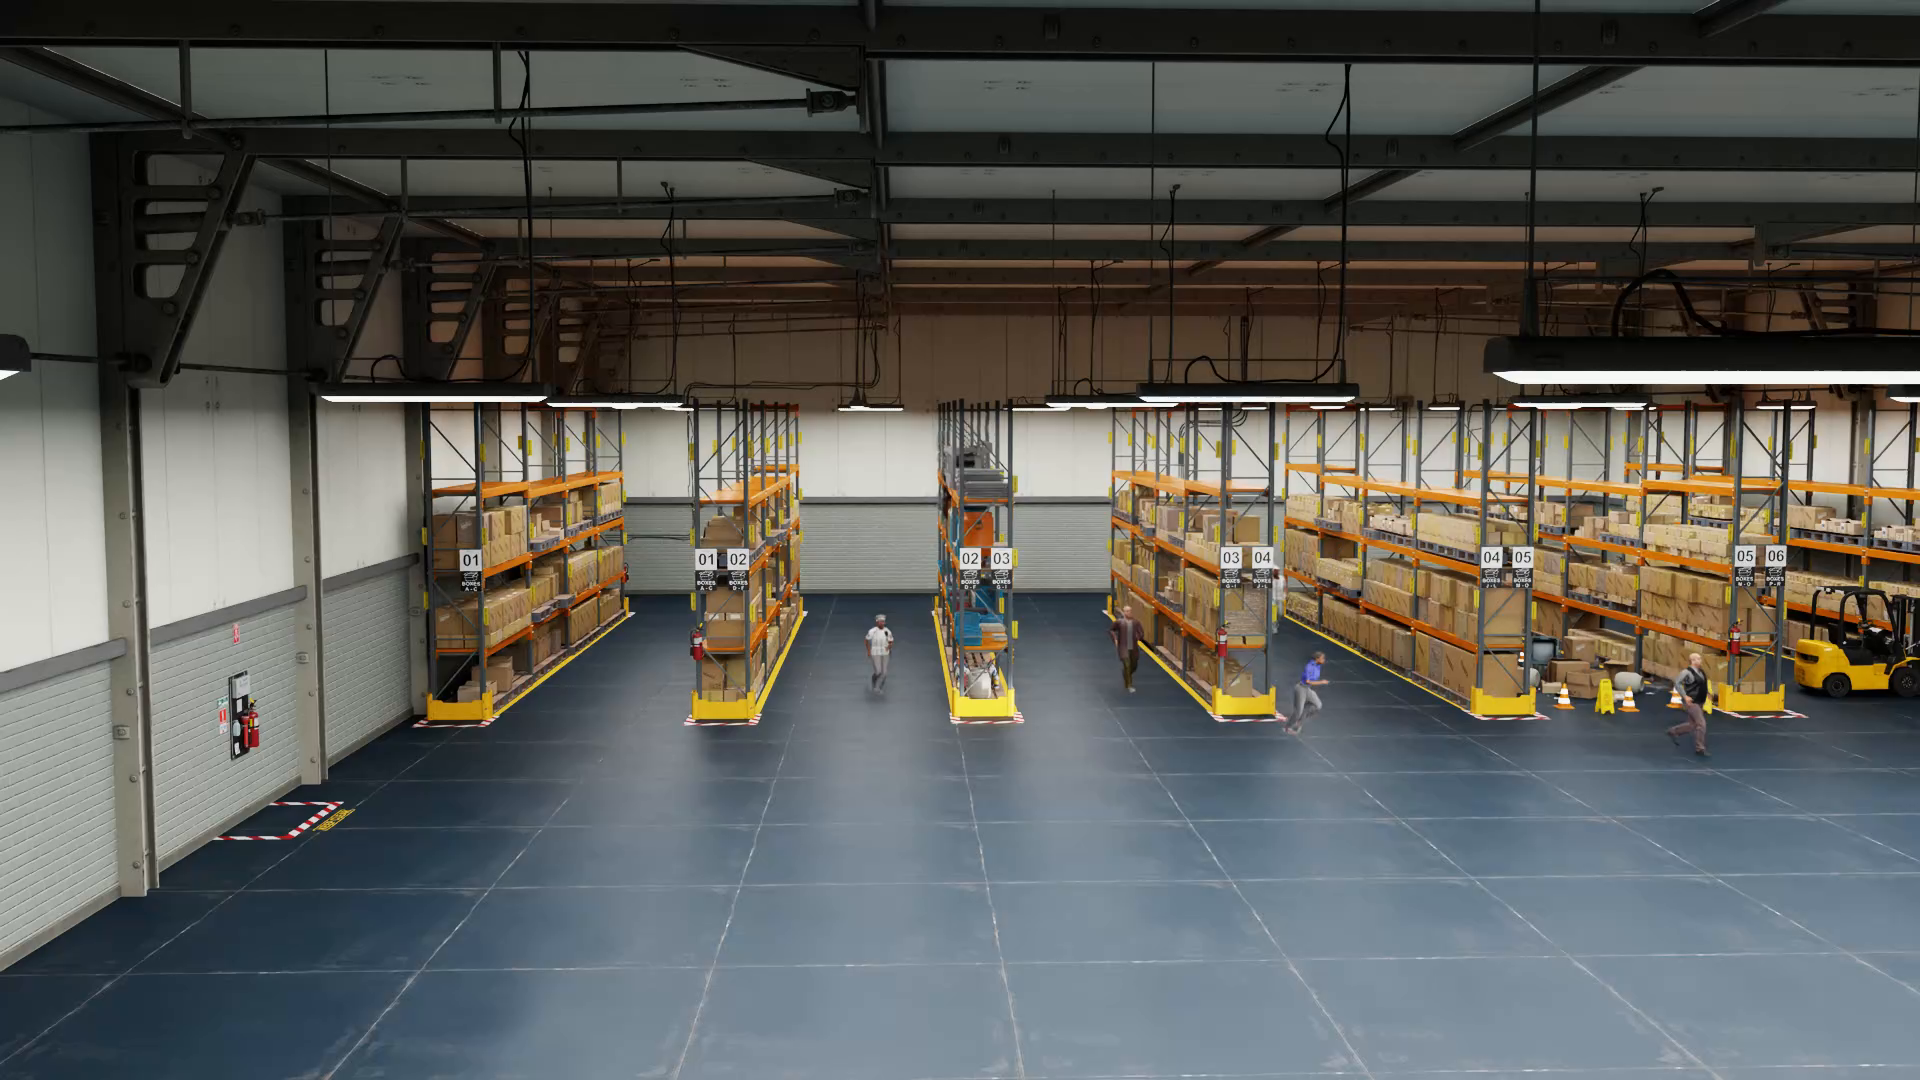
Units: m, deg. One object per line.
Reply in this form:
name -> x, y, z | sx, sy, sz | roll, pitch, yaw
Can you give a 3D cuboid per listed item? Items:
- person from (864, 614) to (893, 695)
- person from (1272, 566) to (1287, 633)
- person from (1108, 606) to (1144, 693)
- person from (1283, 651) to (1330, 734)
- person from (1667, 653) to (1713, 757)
person -> -1.608, 2.330, 33.688 | 0.560, 1.652, 0.559 | -1, 5, -16
person -> 8.245, 1.547, 43.631 | 0.702, 1.758, 0.643 | 0, 4, -3
person -> 3.458, 2.239, 34.263 | 0.719, 1.752, 0.919 | -1, 4, -13
person -> 6.212, 2.707, 29.617 | 0.887, 1.527, 0.601 | 3, 5, 37
person -> 12.313, 2.754, 28.030 | 0.673, 1.720, 0.849 | -4, 6, -40
